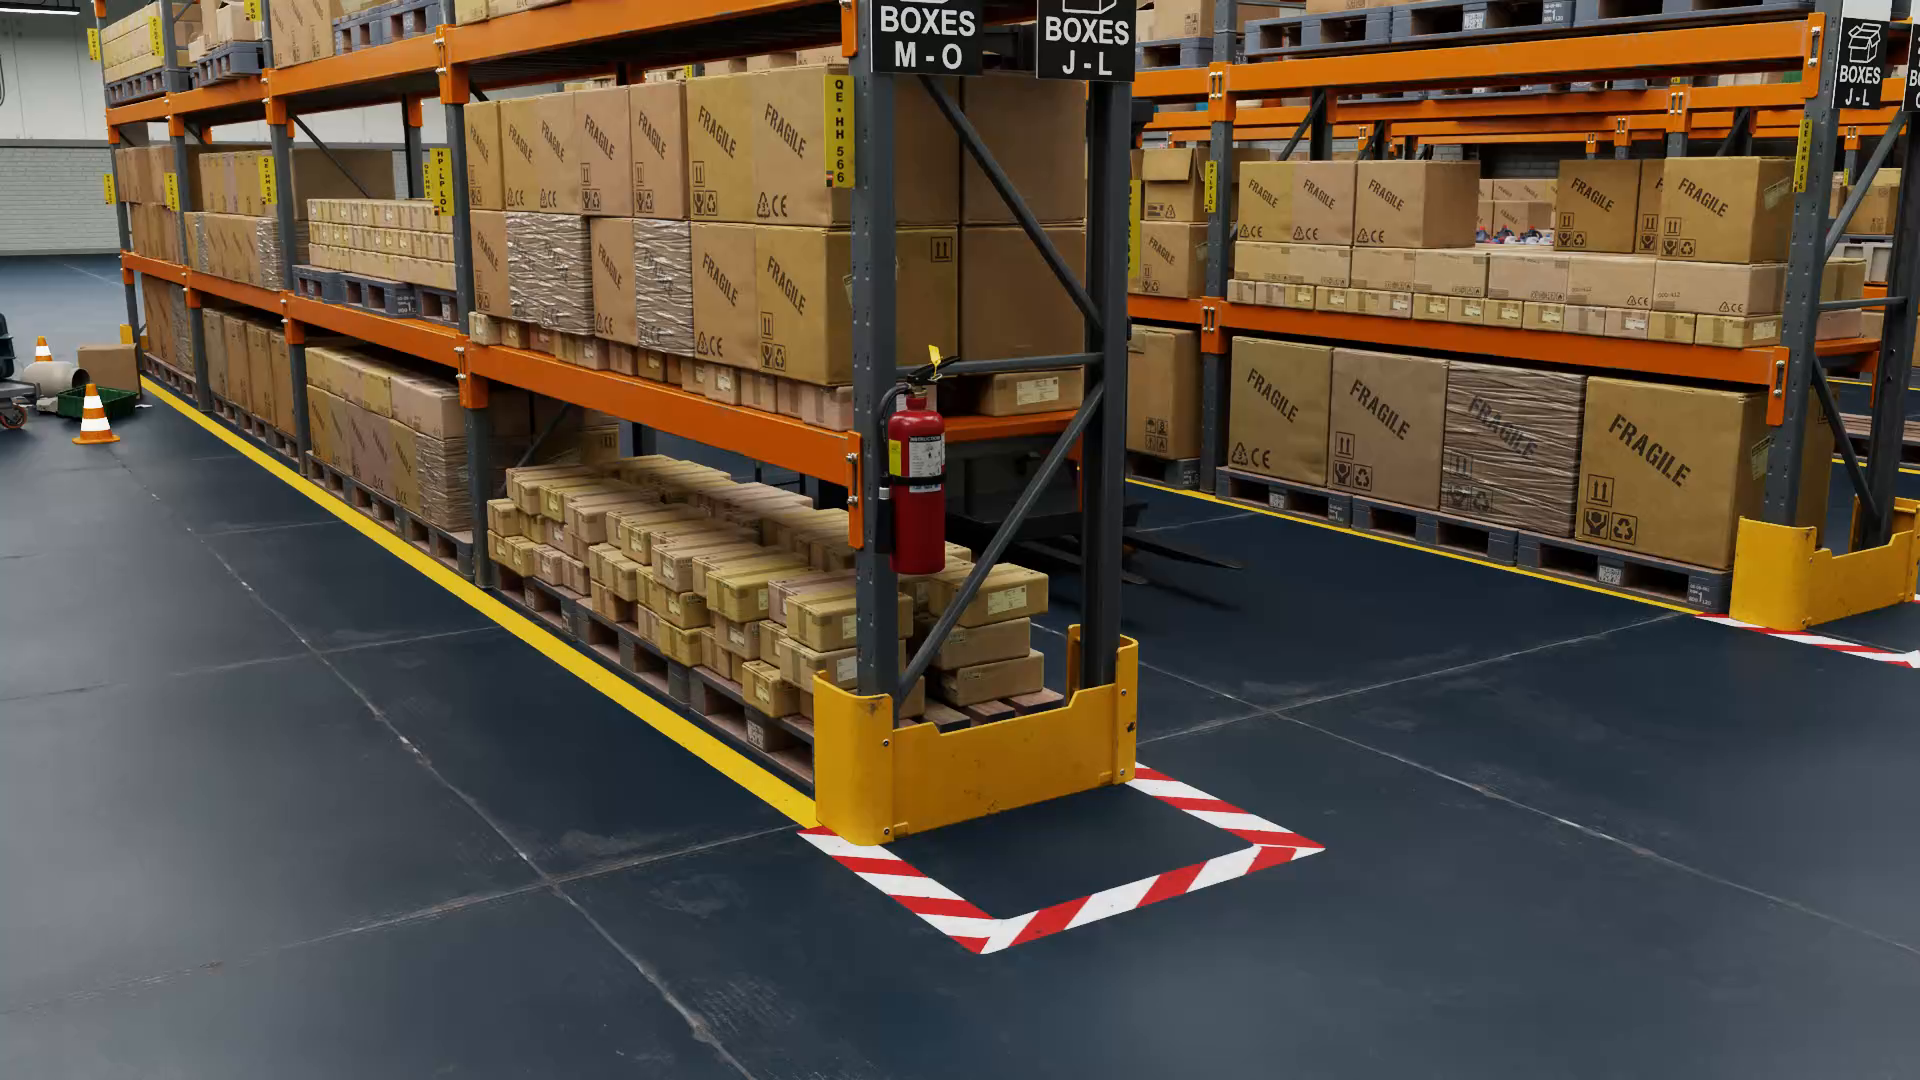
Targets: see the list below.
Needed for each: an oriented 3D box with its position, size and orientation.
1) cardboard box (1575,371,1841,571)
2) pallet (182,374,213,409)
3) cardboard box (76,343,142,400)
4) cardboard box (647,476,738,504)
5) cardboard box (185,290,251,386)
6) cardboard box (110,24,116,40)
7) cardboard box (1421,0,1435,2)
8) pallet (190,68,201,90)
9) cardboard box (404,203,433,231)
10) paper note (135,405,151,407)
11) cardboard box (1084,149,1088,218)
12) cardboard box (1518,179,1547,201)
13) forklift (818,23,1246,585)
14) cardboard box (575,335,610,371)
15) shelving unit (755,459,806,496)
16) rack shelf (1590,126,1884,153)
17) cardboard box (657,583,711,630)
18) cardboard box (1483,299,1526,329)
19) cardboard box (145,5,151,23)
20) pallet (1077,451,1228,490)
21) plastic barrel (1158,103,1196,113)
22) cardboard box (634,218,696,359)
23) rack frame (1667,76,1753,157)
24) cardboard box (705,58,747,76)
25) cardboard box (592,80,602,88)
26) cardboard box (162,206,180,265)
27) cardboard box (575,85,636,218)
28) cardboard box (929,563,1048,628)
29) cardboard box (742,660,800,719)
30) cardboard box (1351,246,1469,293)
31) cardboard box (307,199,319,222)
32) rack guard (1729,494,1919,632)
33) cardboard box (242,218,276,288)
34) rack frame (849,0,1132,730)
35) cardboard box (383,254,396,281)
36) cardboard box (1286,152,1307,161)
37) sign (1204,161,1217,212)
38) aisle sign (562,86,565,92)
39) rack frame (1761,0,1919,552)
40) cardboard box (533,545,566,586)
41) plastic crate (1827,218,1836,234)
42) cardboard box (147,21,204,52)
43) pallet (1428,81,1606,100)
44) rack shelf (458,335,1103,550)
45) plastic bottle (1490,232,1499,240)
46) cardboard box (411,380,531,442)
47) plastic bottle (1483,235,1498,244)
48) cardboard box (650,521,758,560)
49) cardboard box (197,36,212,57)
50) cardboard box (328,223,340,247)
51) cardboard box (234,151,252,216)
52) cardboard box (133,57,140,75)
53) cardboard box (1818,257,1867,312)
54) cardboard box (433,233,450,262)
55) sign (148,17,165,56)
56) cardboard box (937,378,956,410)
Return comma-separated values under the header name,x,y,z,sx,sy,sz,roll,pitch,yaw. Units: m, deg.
name,x,y,z,sx,sy,sz,roll,pitch,yaw
cardboard box,3.878,-0.401,8.663,0.875,0.875,0.875,-8,15,-33
pallet,-6.890,-1.476,16.119,1.003,0.211,1.213,-8,15,-33
cardboard box,-8.249,-1.629,16.134,0.500,0.500,0.500,-5,13,-23
cardboard box,-1.291,-0.202,8.064,0.380,0.149,0.250,-8,14,-31
cardboard box,-6.825,-1.981,15.892,0.875,0.875,0.875,-8,15,-32
cardboard box,-8.411,-5.159,16.917,0.380,0.149,0.250,-8,15,-32
cardboard box,3.032,-3.271,9.324,0.700,0.500,0.500,-7,14,-30
pallet,-5.985,-3.909,14.141,0.805,0.209,1.217,-9,15,-35
cardboard box,-2.924,-1.833,9.436,0.380,0.149,0.250,-8,15,-33
paper note,-7.661,-1.256,15.534,0.142,0.020,0.147,4,13,16
cardboard box,0.994,-2.724,12.715,0.797,0.503,0.637,-8,14,-31
cardboard box,9.221,-5.461,26.359,0.500,0.500,0.500,-8,15,-33
forklift,0.332,-1.318,9.026,1.130,2.935,3.031,-8,14,-31
cardboard box,-1.447,-0.831,7.229,0.380,0.149,0.250,-7,14,-30
shelving unit,-0.943,-0.945,10.671,0.431,1.500,0.755,-11,17,-42
rack shelf,11.130,-5.780,23.936,1.077,0.370,4.000,-8,15,-33
cardboard box,-1.003,0.239,6.740,0.380,0.149,0.250,-8,15,-32
cardboard box,3.117,-1.258,9.182,0.380,0.149,0.250,-8,15,-33
cardboard box,-7.142,-4.753,15.057,0.380,0.149,0.250,-8,15,-33
pallet,1.593,-0.607,12.141,1.003,0.211,1.213,-8,15,-33
plastic barrel,2.599,-5.379,19.241,0.600,0.901,0.600,0,12,0
cardboard box,-0.919,-0.985,6.414,0.500,0.500,0.500,-8,15,-33
rack frame,6.206,-2.427,13.937,1.000,3.000,0.127,-8,15,-33
cardboard box,-2.171,-4.889,16.950,0.797,0.503,0.637,-9,15,-36
cardboard box,-4.077,-5.297,19.458,0.380,0.149,0.250,-8,15,-33
cardboard box,-7.072,-2.927,15.873,0.875,0.550,0.550,-8,15,-33
cardboard box,-1.218,-1.570,6.748,0.500,0.500,0.500,-9,15,-35
cardboard box,0.107,0.204,6.207,0.380,0.149,0.250,-9,15,-35
cardboard box,-0.578,0.525,6.130,0.380,0.149,0.250,-8,14,-31
cardboard box,2.689,-1.617,9.892,0.500,0.250,0.500,-8,14,-31
cardboard box,-4.221,-2.250,11.341,0.380,0.149,0.250,-8,15,-33
rack guard,4.313,0.096,8.251,1.175,0.500,0.348,-8,15,-33
cardboard box,-5.066,-2.169,12.524,0.500,0.500,0.500,-8,15,-33
rack frame,0.114,-0.560,5.401,1.000,3.000,0.127,-8,15,-33
cardboard box,-3.211,-1.632,9.910,0.380,0.149,0.250,-7,14,-30
cardboard box,5.091,-5.375,24.148,0.700,0.500,0.500,-8,15,-33
sign,1.637,-2.301,10.840,0.100,0.325,0.005,-8,15,-33
aisle sign,-4.849,-5.220,20.626,0.394,0.787,0.004,-8,15,-33
rack frame,4.299,-1.129,8.003,1.000,3.000,0.127,-8,15,-33
cardboard box,-1.839,0.104,8.053,0.380,0.149,0.250,-8,15,-33
plastic crate,6.492,-2.299,13.062,0.402,0.464,0.583,-8,15,-33
cardboard box,-7.021,-4.543,15.030,0.500,0.250,0.500,-8,15,-33
pallet,5.060,-4.129,15.142,1.003,0.211,1.213,-8,15,-33
rack shelf,-0.994,-0.564,7.104,1.077,0.370,4.000,-8,15,-33
plastic bottle,5.203,-2.856,16.175,0.061,0.283,0.133,-8,15,-33
cardboard box,-2.725,-0.724,9.265,0.500,0.250,0.500,-9,15,-34
plastic bottle,4.868,-2.657,15.264,0.061,0.283,0.133,-8,15,-33
cardboard box,-1.070,0.036,6.975,0.380,0.149,0.250,-9,15,-35
cardboard box,-5.974,-4.011,13.531,0.380,0.149,0.250,-8,15,-33
cardboard box,-3.915,-2.006,10.921,0.380,0.149,0.250,-9,15,-35
cardboard box,-5.409,-2.873,13.402,0.700,0.500,0.500,-8,15,-33
cardboard box,-7.709,-4.544,15.969,0.380,0.149,0.250,-8,15,-33
cardboard box,4.258,-1.318,8.524,0.500,0.250,0.500,-9,15,-34
cardboard box,-2.634,-1.593,9.035,0.380,0.149,0.250,-8,15,-32
sign,-6.995,-4.385,14.474,0.100,0.325,0.005,-8,15,-33
cardboard box,0.032,-0.574,6.053,0.380,0.149,0.250,-7,14,-31
